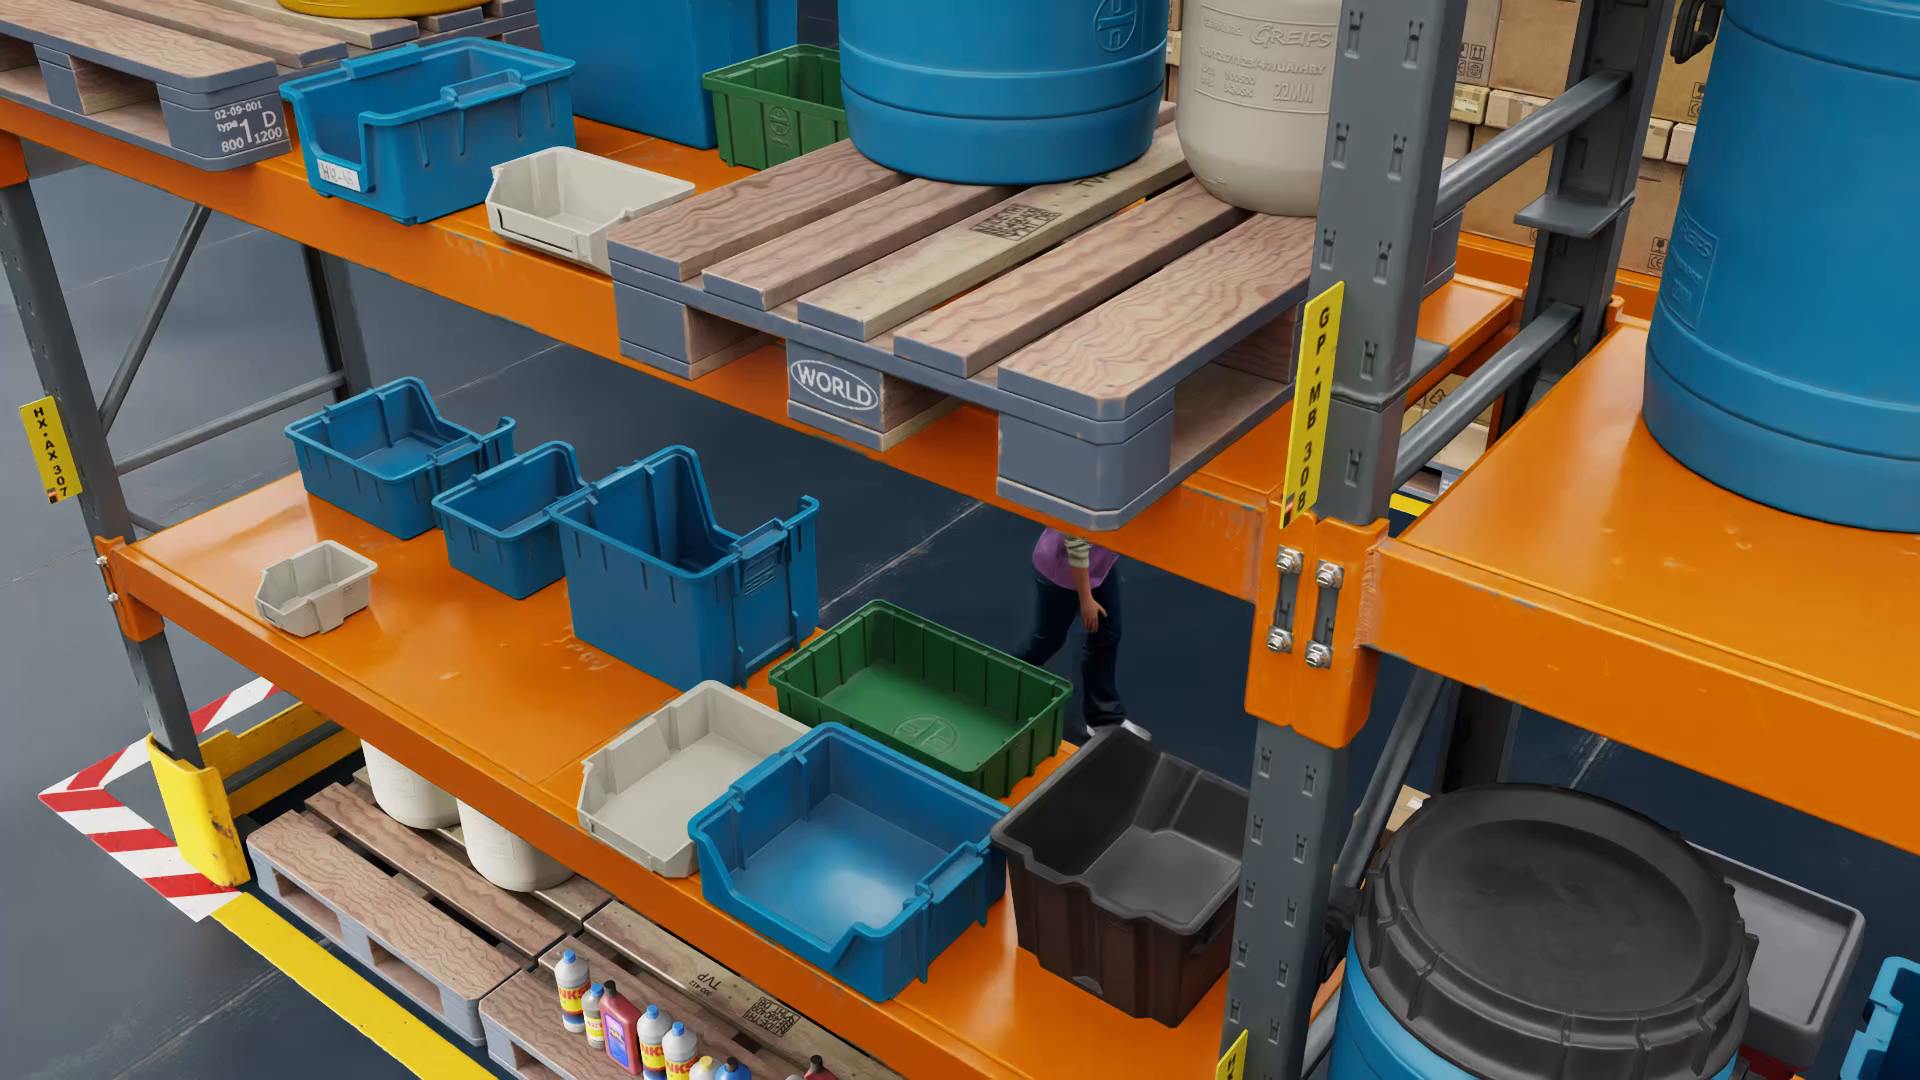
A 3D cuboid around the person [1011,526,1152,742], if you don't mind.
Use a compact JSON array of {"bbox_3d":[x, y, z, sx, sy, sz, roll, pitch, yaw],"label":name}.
[{"bbox_3d":[0.401,0.114,5.973,0.592,1.625,0.431,13,34,20],"label":"person"}]
